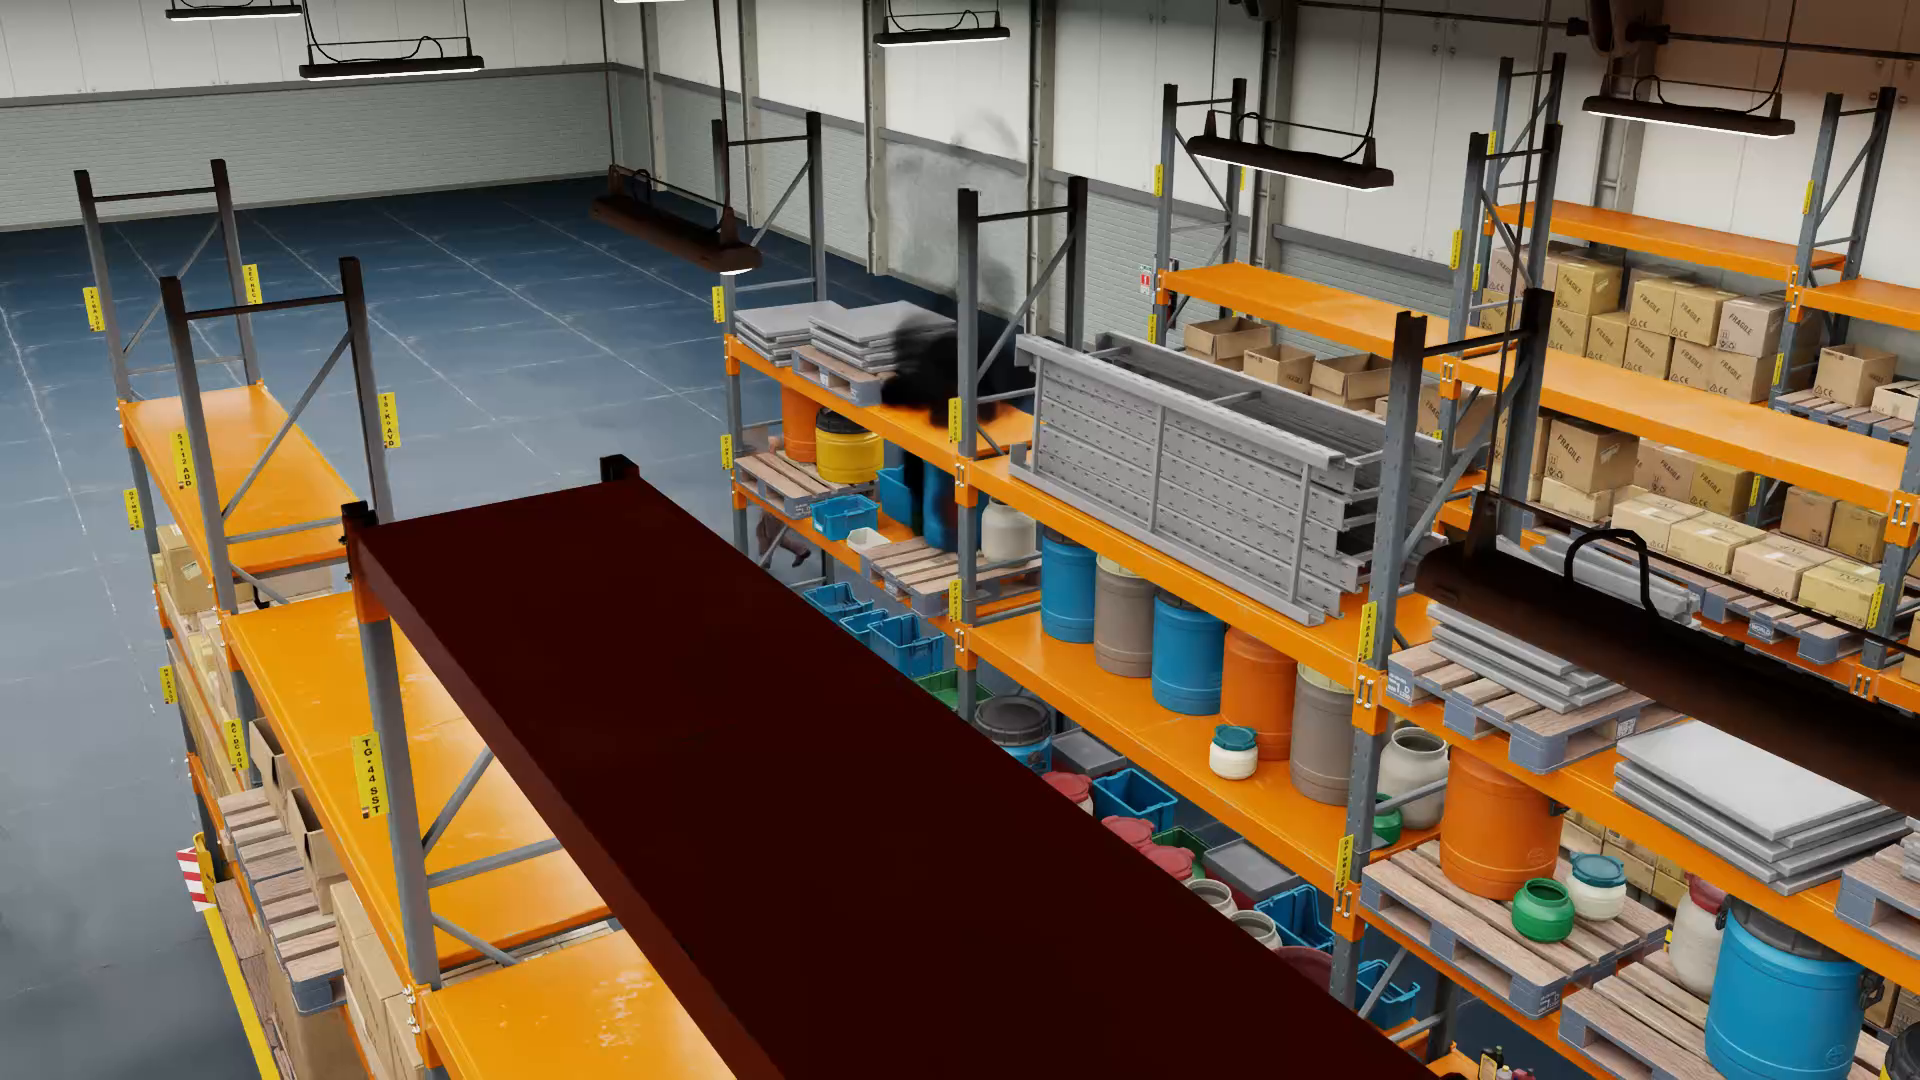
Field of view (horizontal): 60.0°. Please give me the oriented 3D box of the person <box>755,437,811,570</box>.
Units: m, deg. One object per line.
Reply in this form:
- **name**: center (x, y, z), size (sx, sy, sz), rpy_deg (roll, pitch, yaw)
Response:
- **person**: center (-2.230, -0.432, 20.175), size (0.803, 1.725, 0.665), rpy_deg (-2, 22, -6)
